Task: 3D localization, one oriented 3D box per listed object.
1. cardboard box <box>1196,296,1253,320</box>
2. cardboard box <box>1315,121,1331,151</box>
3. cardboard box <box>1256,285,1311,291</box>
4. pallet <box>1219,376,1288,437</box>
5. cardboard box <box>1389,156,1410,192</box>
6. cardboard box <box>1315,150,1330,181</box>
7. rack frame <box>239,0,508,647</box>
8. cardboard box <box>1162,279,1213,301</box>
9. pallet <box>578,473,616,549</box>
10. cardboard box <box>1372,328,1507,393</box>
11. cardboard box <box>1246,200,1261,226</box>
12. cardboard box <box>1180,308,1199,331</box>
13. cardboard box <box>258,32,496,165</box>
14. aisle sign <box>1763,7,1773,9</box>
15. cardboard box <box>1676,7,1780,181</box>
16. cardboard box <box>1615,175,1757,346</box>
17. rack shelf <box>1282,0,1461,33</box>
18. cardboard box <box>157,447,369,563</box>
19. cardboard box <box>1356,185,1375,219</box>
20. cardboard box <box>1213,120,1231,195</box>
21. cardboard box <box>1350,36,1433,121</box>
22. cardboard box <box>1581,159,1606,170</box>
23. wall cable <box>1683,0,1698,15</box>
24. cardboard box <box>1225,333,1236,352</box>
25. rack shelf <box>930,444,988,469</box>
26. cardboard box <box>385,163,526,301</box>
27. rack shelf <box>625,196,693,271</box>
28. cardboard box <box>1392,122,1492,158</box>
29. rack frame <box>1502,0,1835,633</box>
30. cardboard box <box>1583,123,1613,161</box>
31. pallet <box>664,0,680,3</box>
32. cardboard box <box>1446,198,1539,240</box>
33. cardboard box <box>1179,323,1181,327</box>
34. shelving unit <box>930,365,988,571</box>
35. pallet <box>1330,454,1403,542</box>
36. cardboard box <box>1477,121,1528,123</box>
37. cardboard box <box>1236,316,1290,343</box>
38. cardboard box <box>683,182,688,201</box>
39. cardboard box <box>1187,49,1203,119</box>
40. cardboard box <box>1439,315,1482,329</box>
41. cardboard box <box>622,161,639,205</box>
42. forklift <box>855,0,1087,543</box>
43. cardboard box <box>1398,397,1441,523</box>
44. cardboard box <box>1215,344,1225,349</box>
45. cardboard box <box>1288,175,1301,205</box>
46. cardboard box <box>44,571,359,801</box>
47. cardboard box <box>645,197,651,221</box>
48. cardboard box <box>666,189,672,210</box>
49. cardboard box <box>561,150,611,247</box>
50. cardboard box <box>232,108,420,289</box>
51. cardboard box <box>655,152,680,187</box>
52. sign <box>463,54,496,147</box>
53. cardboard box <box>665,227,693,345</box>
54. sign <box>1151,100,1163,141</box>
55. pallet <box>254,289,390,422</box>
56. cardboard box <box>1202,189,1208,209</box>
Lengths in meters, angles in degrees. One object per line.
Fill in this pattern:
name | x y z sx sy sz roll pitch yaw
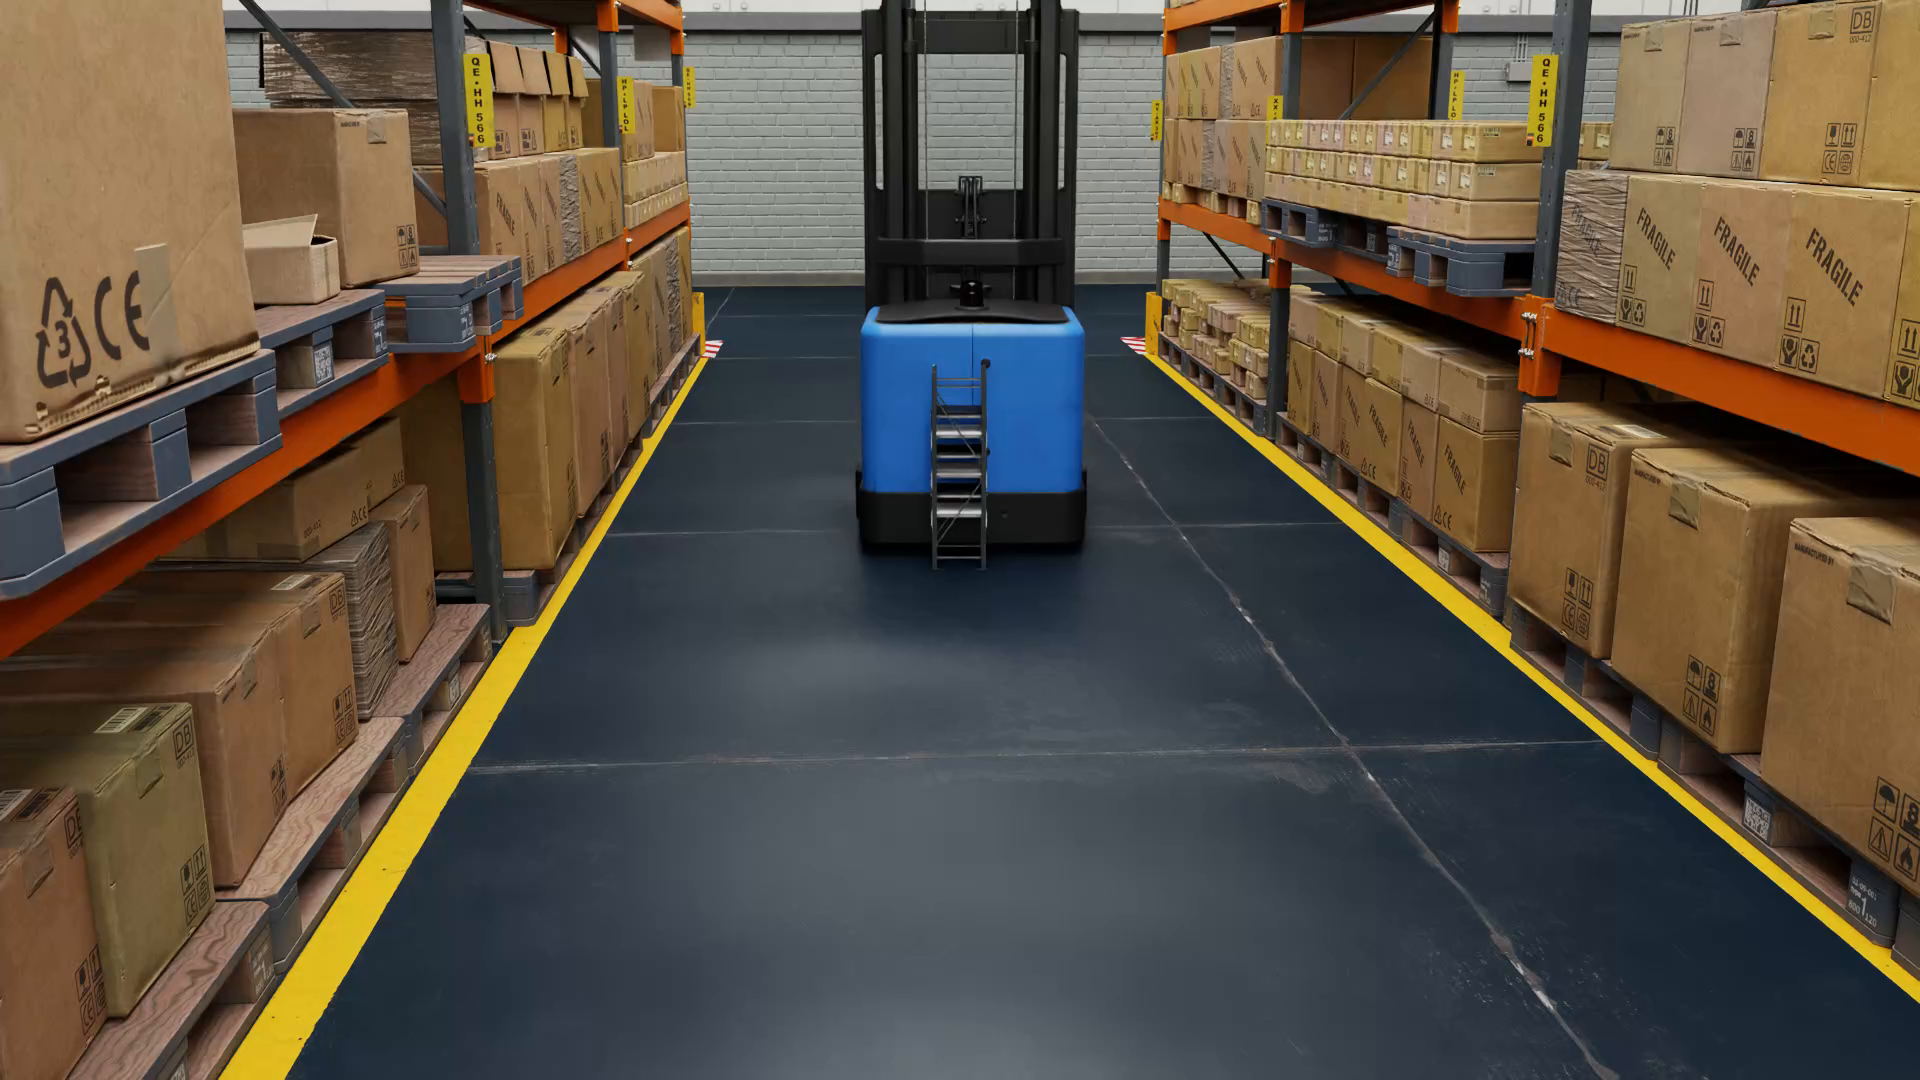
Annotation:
cardboard box | 1.981 -1.738 12.445 0.380 0.149 0.250 -1 14 -3
cardboard box | 2.066 -2.101 8.638 0.380 0.149 0.250 -1 14 -4
cardboard box | 2.573 -1.947 13.257 0.380 0.149 0.250 -1 14 -5
pallet | 2.357 -0.911 11.142 1.003 0.211 1.213 -1 14 -3
cardboard box | 2.145 -1.635 7.427 0.380 0.149 0.250 -1 14 -3
cardboard box | 2.069 -1.955 8.670 0.380 0.149 0.250 0 14 -1
rack frame | -2.275 -1.048 6.081 1.000 3.000 0.127 -1 14 -3
cardboard box | 1.880 -2.065 13.716 0.380 0.149 0.250 -2 15 -6
pallet | -2.321 -0.198 8.372 1.003 0.211 1.213 -1 14 -3
cardboard box | 2.320 -0.874 8.072 0.500 0.250 0.500 -1 14 -2
cardboard box | 2.058 -2.103 10.683 0.380 0.149 0.250 -1 14 -5
cardboard box | 1.934 -1.728 13.004 0.380 0.149 0.250 0 14 -2
cardboard box | -2.304 -1.765 6.652 0.797 0.503 0.637 0 14 -2
aisle sign | 6.827 -4.463 14.137 0.394 0.787 0.004 -1 14 -3
cardboard box | 2.732 -1.395 5.221 0.700 0.500 0.500 -1 14 -4
cardboard box | 2.475 -0.906 5.327 0.500 0.500 0.500 -1 14 -4
rack shelf | 2.558 -2.702 7.930 1.077 0.370 4.000 -1 14 -3
cardboard box | -2.160 -0.116 5.087 0.500 0.250 0.500 1 14 3
cardboard box | 2.118 -1.616 7.950 0.380 0.149 0.250 0 14 -2
cardboard box | 2.062 -2.656 11.532 0.500 0.500 0.500 -1 14 -4
cardboard box | 2.649 -2.887 10.424 0.500 0.500 0.500 -1 14 -2
cardboard box | 2.833 -1.516 6.965 0.380 0.149 0.250 0 14 -1
wall cable | 10.020 -7.569 19.311 2.988 3.039 0.133 -1 14 -3
cardboard box | 2.081 -1.395 11.711 0.380 0.149 0.250 -1 14 -2
rack shelf | -0.004 -0.378 7.463 0.258 0.077 0.200 0 14 0
cardboard box | -2.033 -1.222 6.555 0.500 0.500 0.500 0 14 -2
rack shelf | -2.647 -2.192 11.971 1.077 0.370 4.000 -1 14 -3
cardboard box | 2.144 -1.778 7.386 0.380 0.149 0.250 0 14 -2
rack frame | 2.682 -1.100 6.281 1.000 3.000 0.127 -1 14 -3
cardboard box | 2.827 -1.654 6.904 0.380 0.149 0.250 -1 14 -5
pallet | -2.714 -4.263 12.735 1.003 0.211 1.213 -1 14 -3
cardboard box | 2.193 -1.297 6.710 0.380 0.149 0.250 -1 14 -3
cardboard box | 1.997 -1.713 13.543 0.380 0.149 0.250 -1 14 -4
shelving unit | -0.004 -0.323 7.477 0.258 0.900 0.210 0 14 0
pallet | 2.562 -0.246 8.561 1.003 0.211 1.213 -1 14 -3
cardboard box | 2.752 -1.977 8.156 0.380 0.149 0.250 -1 14 -4
cardboard box | 2.074 -1.415 11.189 0.380 0.149 0.250 -1 14 -4
cardboard box | -2.420 -2.833 13.521 0.380 0.149 0.250 -1 14 -2
cardboard box | 1.997 -3.395 12.399 0.500 0.500 0.500 -1 14 -5
cardboard box | 2.798 -1.010 8.601 0.500 0.250 0.500 -2 15 -6
cardboard box | -2.290 -2.236 10.399 0.500 0.250 0.500 -1 14 -4
forklift | 0.050 -1.712 8.798 1.130 2.935 3.031 0 14 0
cardboard box | 2.352 -0.381 7.663 0.500 0.500 0.500 0 14 -1
cardboard box | 2.056 -1.333 12.066 0.380 0.149 0.250 -1 14 -2
cardboard box | 2.034 -1.940 9.209 0.380 0.149 0.250 -1 14 -3
cardboard box | -2.124 0.394 4.609 0.700 0.500 0.500 0 14 1
cardboard box | -2.260 -2.196 11.048 0.380 0.149 0.250 -1 14 -5
cardboard box | -2.338 -2.514 12.283 0.380 0.149 0.250 -1 14 -3
cardboard box | -2.197 -1.856 9.021 0.500 0.500 0.500 0 14 -2
cardboard box | -2.067 -1.029 4.963 0.700 0.500 0.500 1 14 5
cardboard box | -2.445 -2.867 12.853 0.500 0.250 0.500 -1 14 -4
sign | -1.734 -1.582 5.989 0.100 0.325 0.005 -1 14 -3
cardboard box | -2.651 -2.054 13.413 0.875 0.875 0.875 -1 14 -3
sign | 1.645 -3.500 13.873 0.100 0.325 0.005 -1 14 -3
pallet | -2.111 -0.464 4.194 1.003 0.211 1.213 -1 14 -3
cardboard box | 2.032 -2.560 12.460 0.380 0.149 0.250 -1 14 -5
